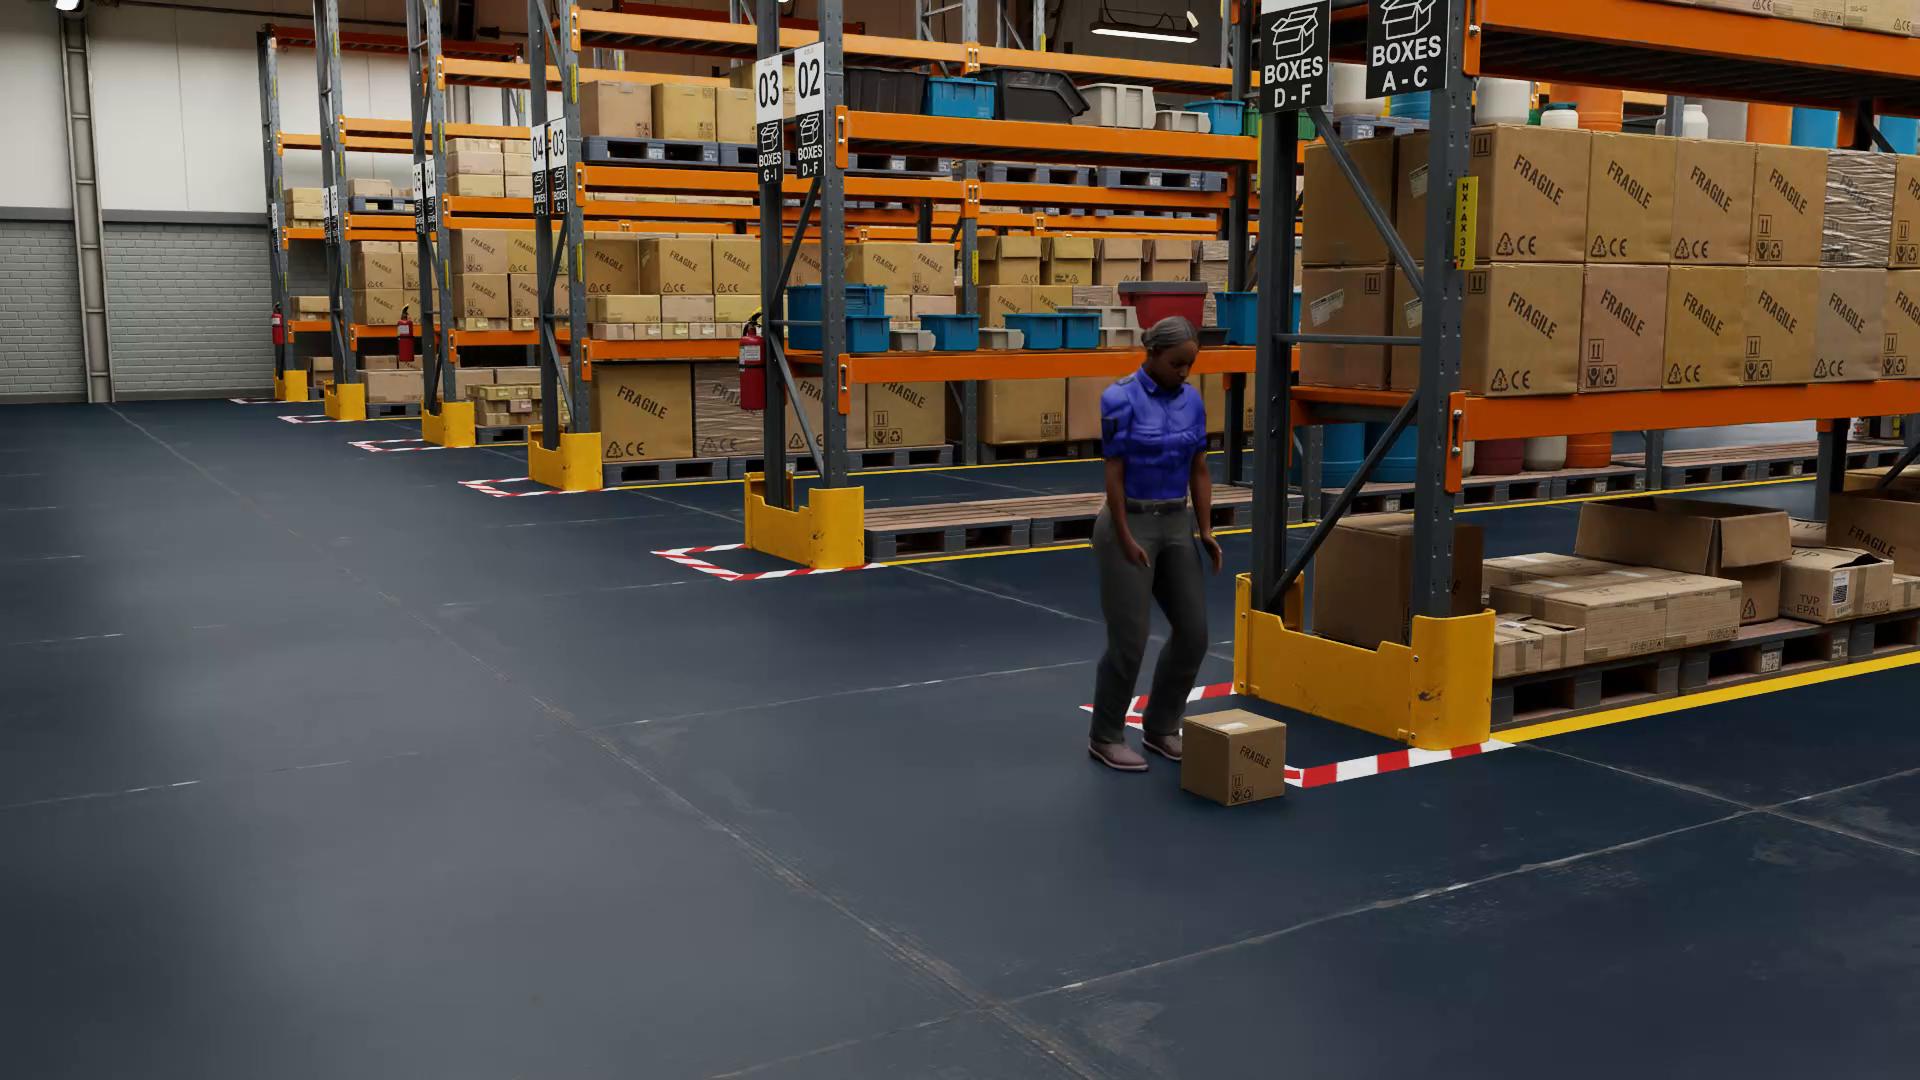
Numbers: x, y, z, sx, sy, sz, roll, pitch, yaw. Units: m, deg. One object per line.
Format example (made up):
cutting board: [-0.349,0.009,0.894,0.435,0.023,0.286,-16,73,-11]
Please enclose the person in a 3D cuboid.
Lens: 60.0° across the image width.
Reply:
person: [0.706,0.006,5.990,0.453,1.618,0.361,-5,9,-29]
